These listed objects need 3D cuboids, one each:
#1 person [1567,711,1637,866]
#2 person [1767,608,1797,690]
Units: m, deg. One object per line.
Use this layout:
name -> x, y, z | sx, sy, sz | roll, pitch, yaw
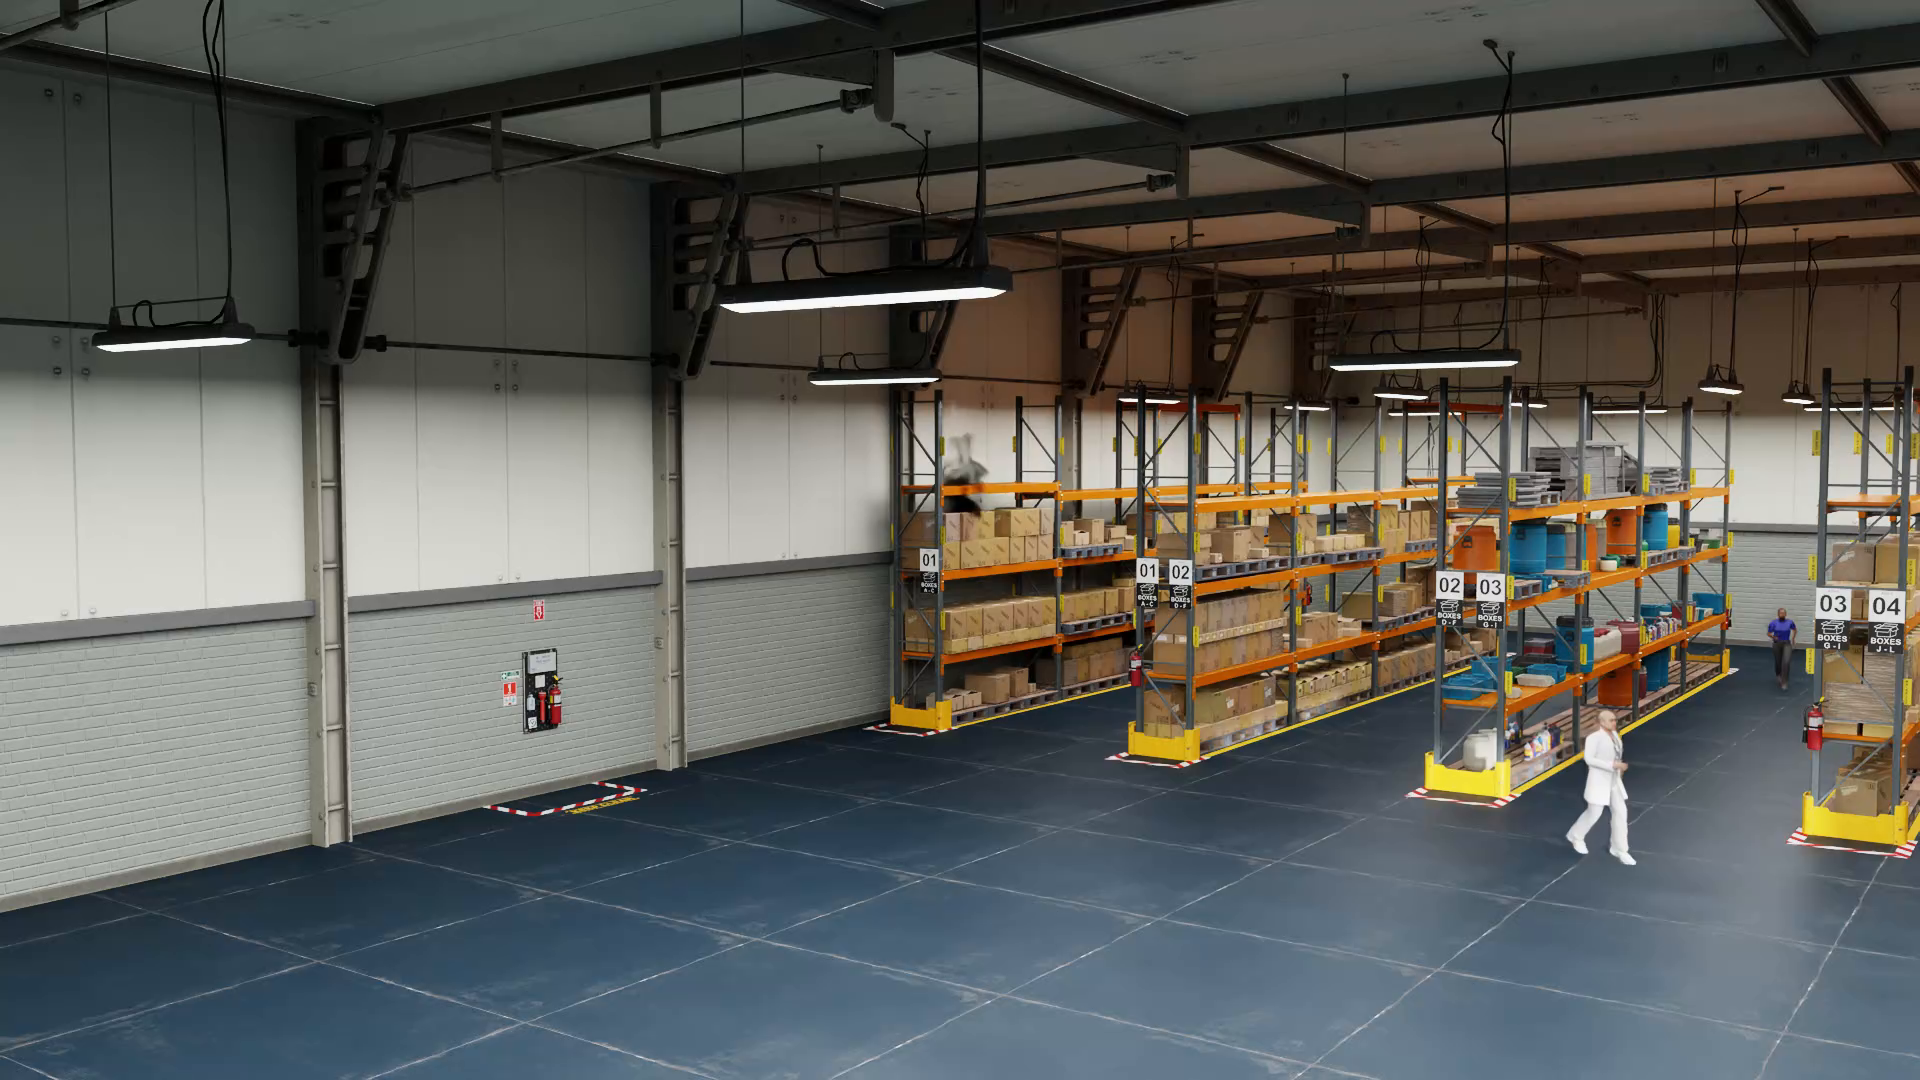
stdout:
person -> 7.797, 2.974, 20.176 | 0.736, 1.834, 0.903 | -2, 4, -30
person -> 17.075, 2.241, 34.570 | 0.561, 1.688, 0.894 | 2, 4, 25
